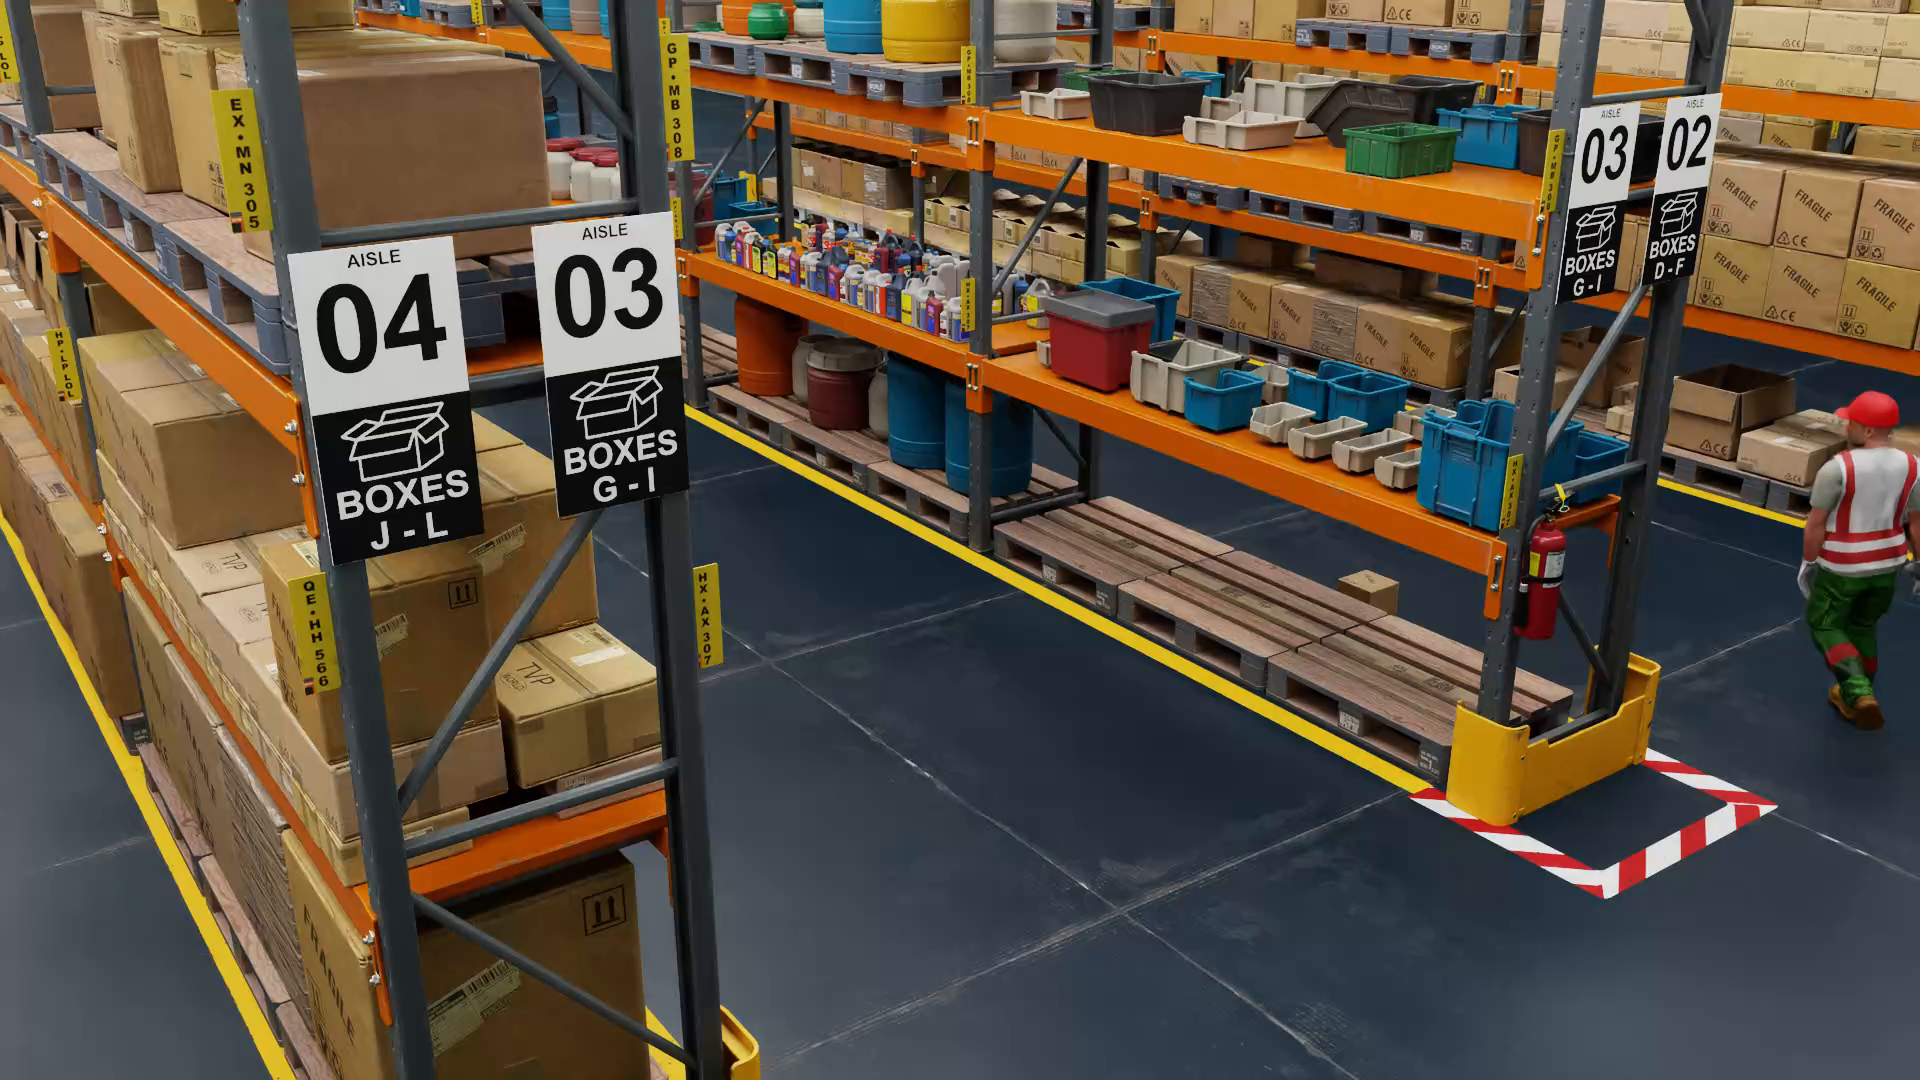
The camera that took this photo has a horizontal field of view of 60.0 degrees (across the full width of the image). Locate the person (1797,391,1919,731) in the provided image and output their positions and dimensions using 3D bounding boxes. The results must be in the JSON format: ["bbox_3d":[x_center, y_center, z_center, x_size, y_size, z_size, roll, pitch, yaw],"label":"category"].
[{"bbox_3d":[4.470,0.138,8.194,0.658,1.755,0.730,1,21,2],"label":"person"}]
